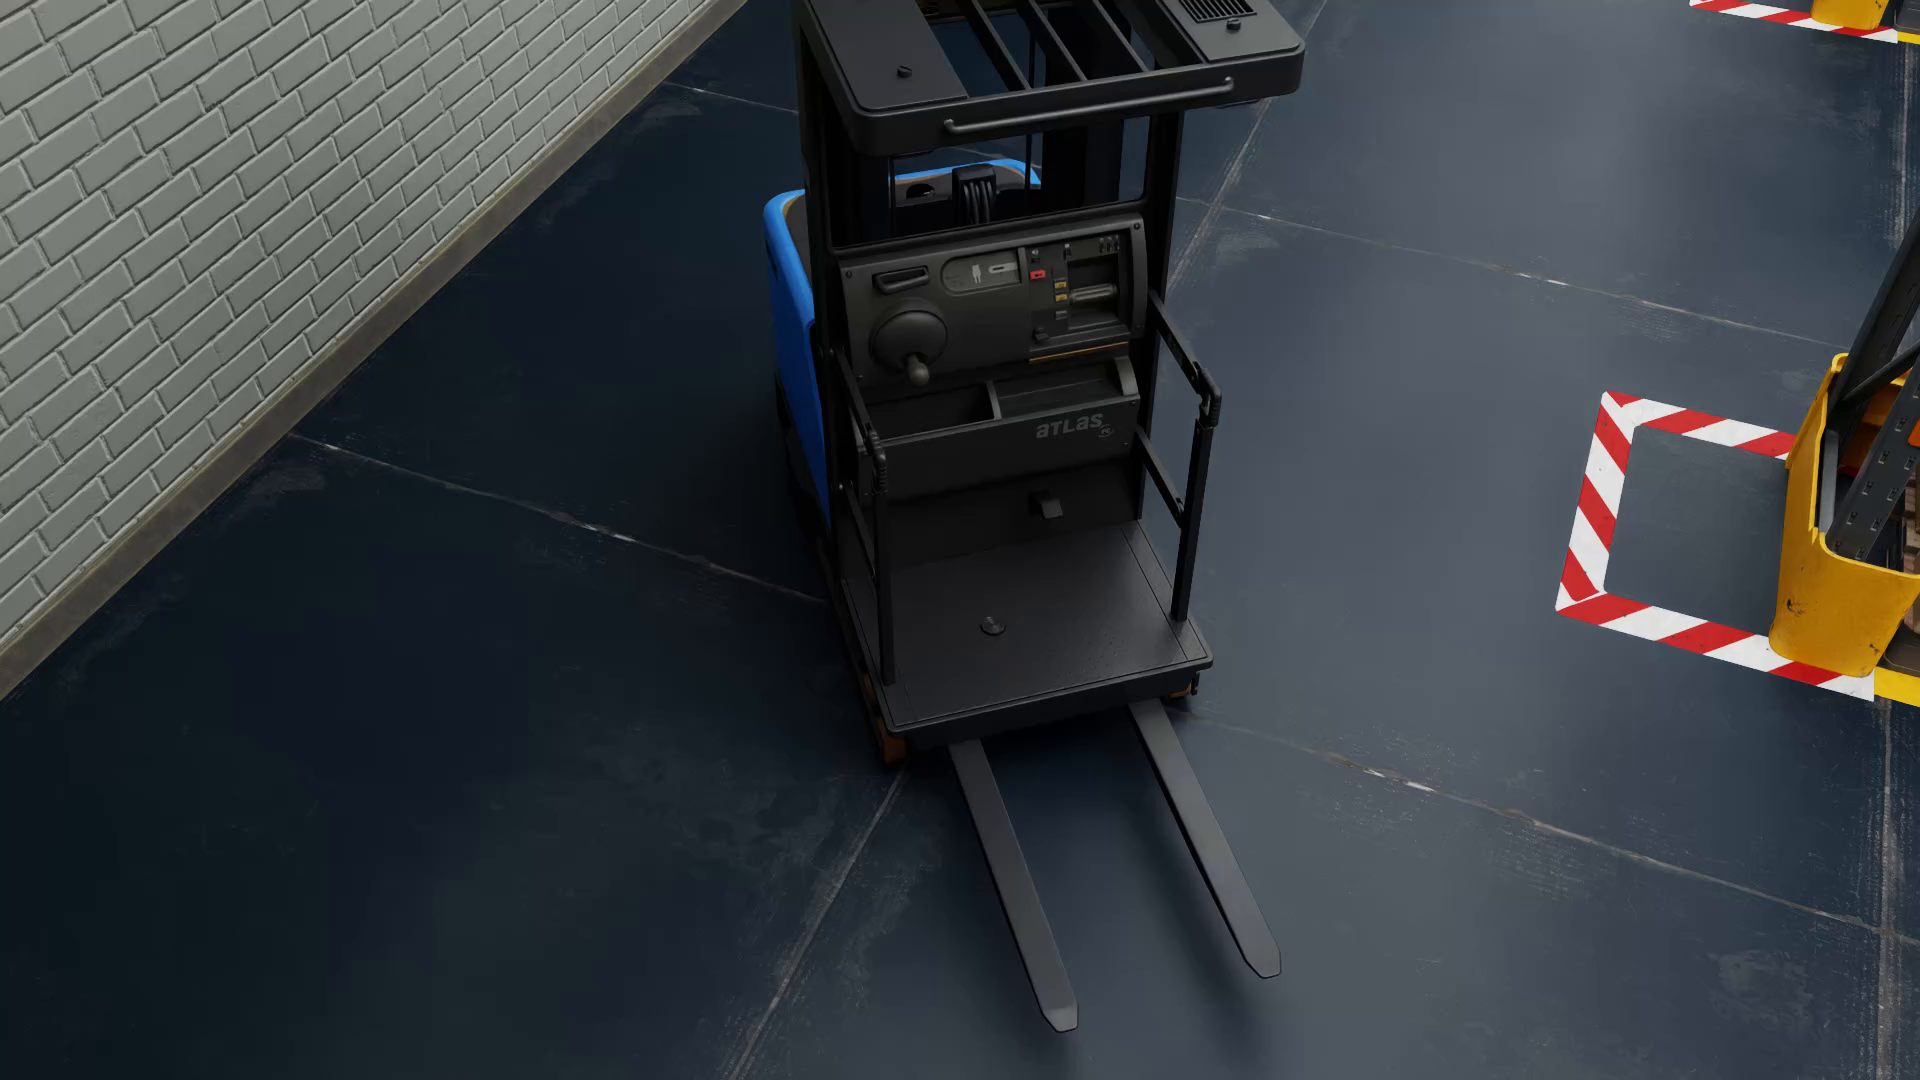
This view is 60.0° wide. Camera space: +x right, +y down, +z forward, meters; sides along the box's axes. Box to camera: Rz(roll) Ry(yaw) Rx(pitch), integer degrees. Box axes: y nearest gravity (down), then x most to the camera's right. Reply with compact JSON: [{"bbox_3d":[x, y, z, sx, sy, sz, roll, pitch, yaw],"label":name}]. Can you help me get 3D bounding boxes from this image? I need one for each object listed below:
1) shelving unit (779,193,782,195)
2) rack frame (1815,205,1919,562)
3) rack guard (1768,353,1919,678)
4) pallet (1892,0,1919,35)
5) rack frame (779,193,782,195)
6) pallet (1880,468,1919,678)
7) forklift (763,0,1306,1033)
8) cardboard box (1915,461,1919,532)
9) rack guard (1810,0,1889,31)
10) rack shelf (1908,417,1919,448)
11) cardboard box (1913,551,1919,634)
[{"bbox_3d":[-0.539,-0.944,6.560,0.258,0.900,0.210,-11,46,-11],"label":"shelving unit"},{"bbox_3d":[3.154,-1.018,5.147,0.127,3.000,1.000,16,47,16],"label":"rack frame"},{"bbox_3d":[3.224,-0.112,6.008,0.348,0.500,1.175,16,47,16],"label":"rack guard"},{"bbox_3d":[5.810,-3.004,9.120,1.213,0.211,1.003,16,47,16],"label":"pallet"},{"bbox_3d":[-0.567,-1.013,6.630,0.240,0.900,0.006,-11,46,-11],"label":"rack frame"},{"bbox_3d":[3.960,0.207,5.893,1.213,0.211,1.003,16,47,16],"label":"pallet"},{"bbox_3d":[0.172,-0.616,4.792,1.130,2.935,3.031,-11,46,-11],"label":"forklift"},{"bbox_3d":[3.750,-0.301,5.886,0.500,0.500,0.500,16,47,16],"label":"cardboard box"},{"bbox_3d":[5.037,-3.354,9.266,0.348,0.500,1.175,16,47,16],"label":"rack guard"},{"bbox_3d":[5.000,-0.220,4.855,4.000,0.370,1.077,16,47,16],"label":"rack shelf"},{"bbox_3d":[3.408,0.174,5.658,0.250,0.149,0.380,16,47,16],"label":"cardboard box"}]
